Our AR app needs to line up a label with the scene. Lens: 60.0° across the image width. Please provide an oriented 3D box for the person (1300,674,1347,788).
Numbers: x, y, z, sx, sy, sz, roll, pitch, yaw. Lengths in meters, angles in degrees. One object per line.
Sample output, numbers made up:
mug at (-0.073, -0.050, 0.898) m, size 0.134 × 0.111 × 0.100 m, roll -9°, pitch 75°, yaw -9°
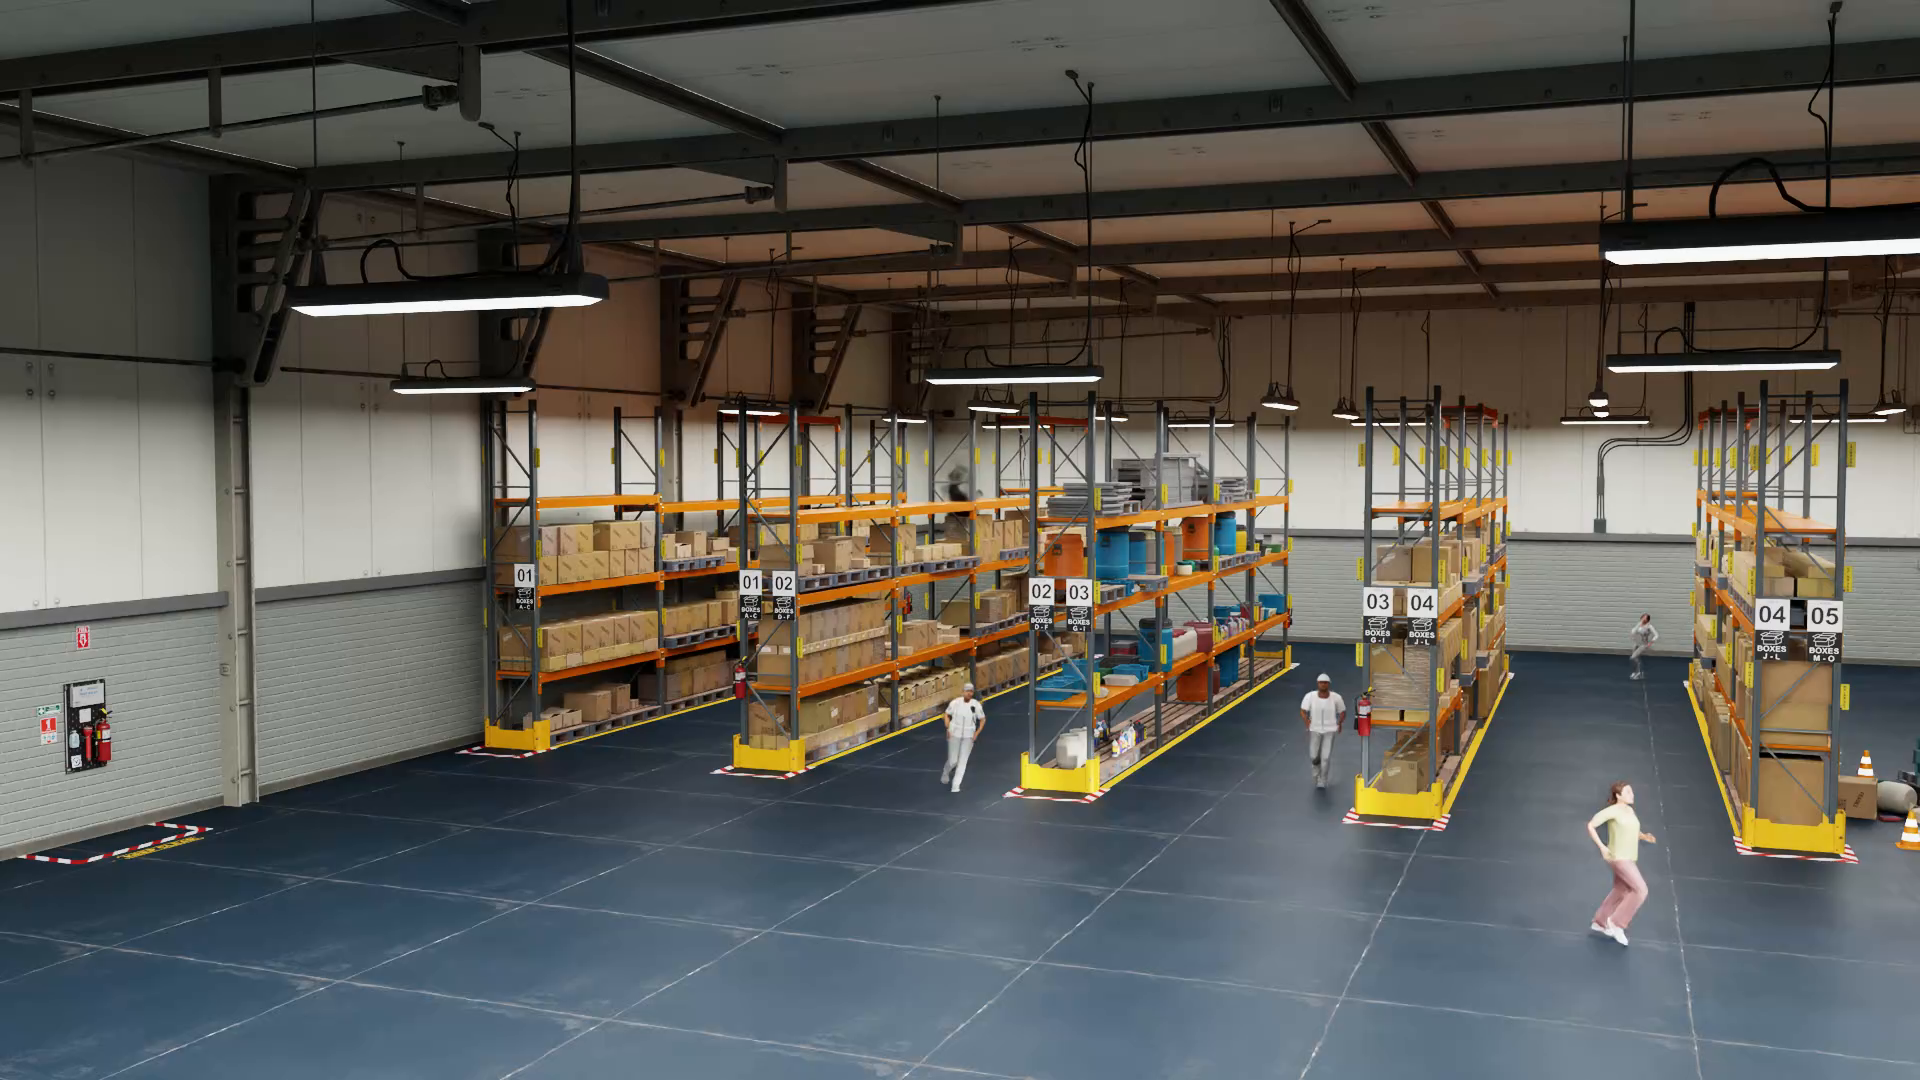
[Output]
person at (5.524, 2.891, 25.300) m, size 0.690 × 1.722 × 0.606 m, roll 1°, pitch 3°, yaw 14°

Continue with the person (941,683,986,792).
person at (0.047, 2.962, 25.128) m, size 0.659 × 1.614 × 0.530 m, roll 0°, pitch 3°, yaw -3°

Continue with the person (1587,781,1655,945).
person at (6.841, 3.317, 17.165) m, size 0.550 × 1.669 × 0.667 m, roll -3°, pitch 4°, yaw -43°

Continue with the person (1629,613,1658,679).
person at (15.311, 2.394, 37.370) m, size 0.568 × 1.525 × 0.633 m, roll -1°, pitch 3°, yaw -25°
